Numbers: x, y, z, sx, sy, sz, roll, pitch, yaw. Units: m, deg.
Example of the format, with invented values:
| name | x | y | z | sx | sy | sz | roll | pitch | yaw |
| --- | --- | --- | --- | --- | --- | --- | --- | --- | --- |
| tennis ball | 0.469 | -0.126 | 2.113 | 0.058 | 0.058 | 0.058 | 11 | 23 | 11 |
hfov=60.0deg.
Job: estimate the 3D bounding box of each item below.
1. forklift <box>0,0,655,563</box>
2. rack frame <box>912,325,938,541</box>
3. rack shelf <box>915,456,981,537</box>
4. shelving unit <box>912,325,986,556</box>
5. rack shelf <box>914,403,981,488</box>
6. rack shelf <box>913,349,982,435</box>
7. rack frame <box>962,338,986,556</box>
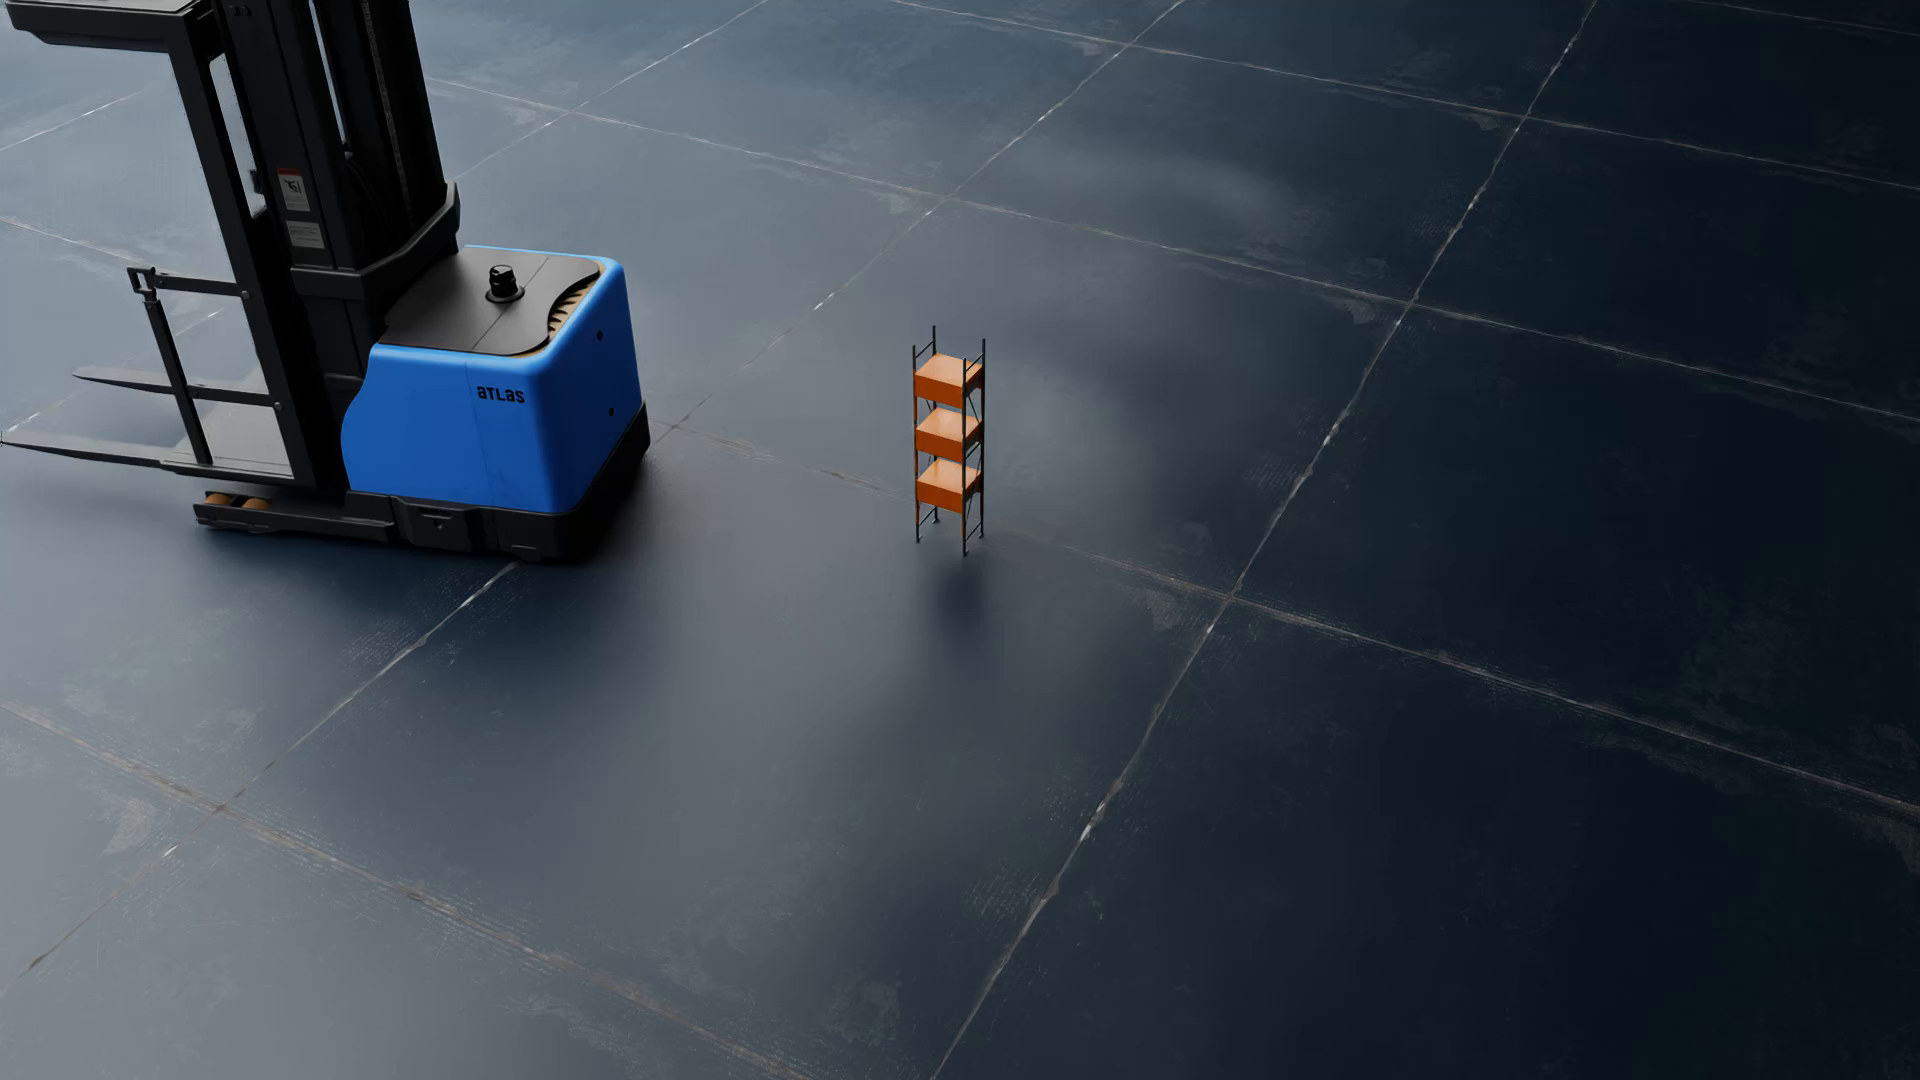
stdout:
| name | x | y | z | sx | sy | sz | roll | pitch | yaw |
| --- | --- | --- | --- | --- | --- | --- | --- | --- | --- |
| forklift | -3.082 | -1.498 | 7.299 | 3.031 | 2.935 | 1.130 | 7 | 38 | 9 |
| rack frame | -0.156 | -0.467 | 7.497 | 0.008 | 1.050 | 0.200 | 17 | 41 | 21 |
| rack shelf | -0.048 | -0.203 | 7.627 | 0.240 | 0.259 | 0.215 | 17 | 41 | 21 |
| shelving unit | -0.048 | -0.433 | 7.452 | 0.252 | 1.050 | 0.215 | 17 | 41 | 21 |
| rack shelf | -0.048 | -0.425 | 7.459 | 0.240 | 0.259 | 0.215 | 17 | 41 | 21 |
| rack shelf | -0.048 | -0.651 | 7.287 | 0.240 | 0.259 | 0.215 | 17 | 41 | 21 |
| rack frame | 0.061 | -0.399 | 7.407 | 0.008 | 1.050 | 0.200 | 17 | 41 | 21 |
